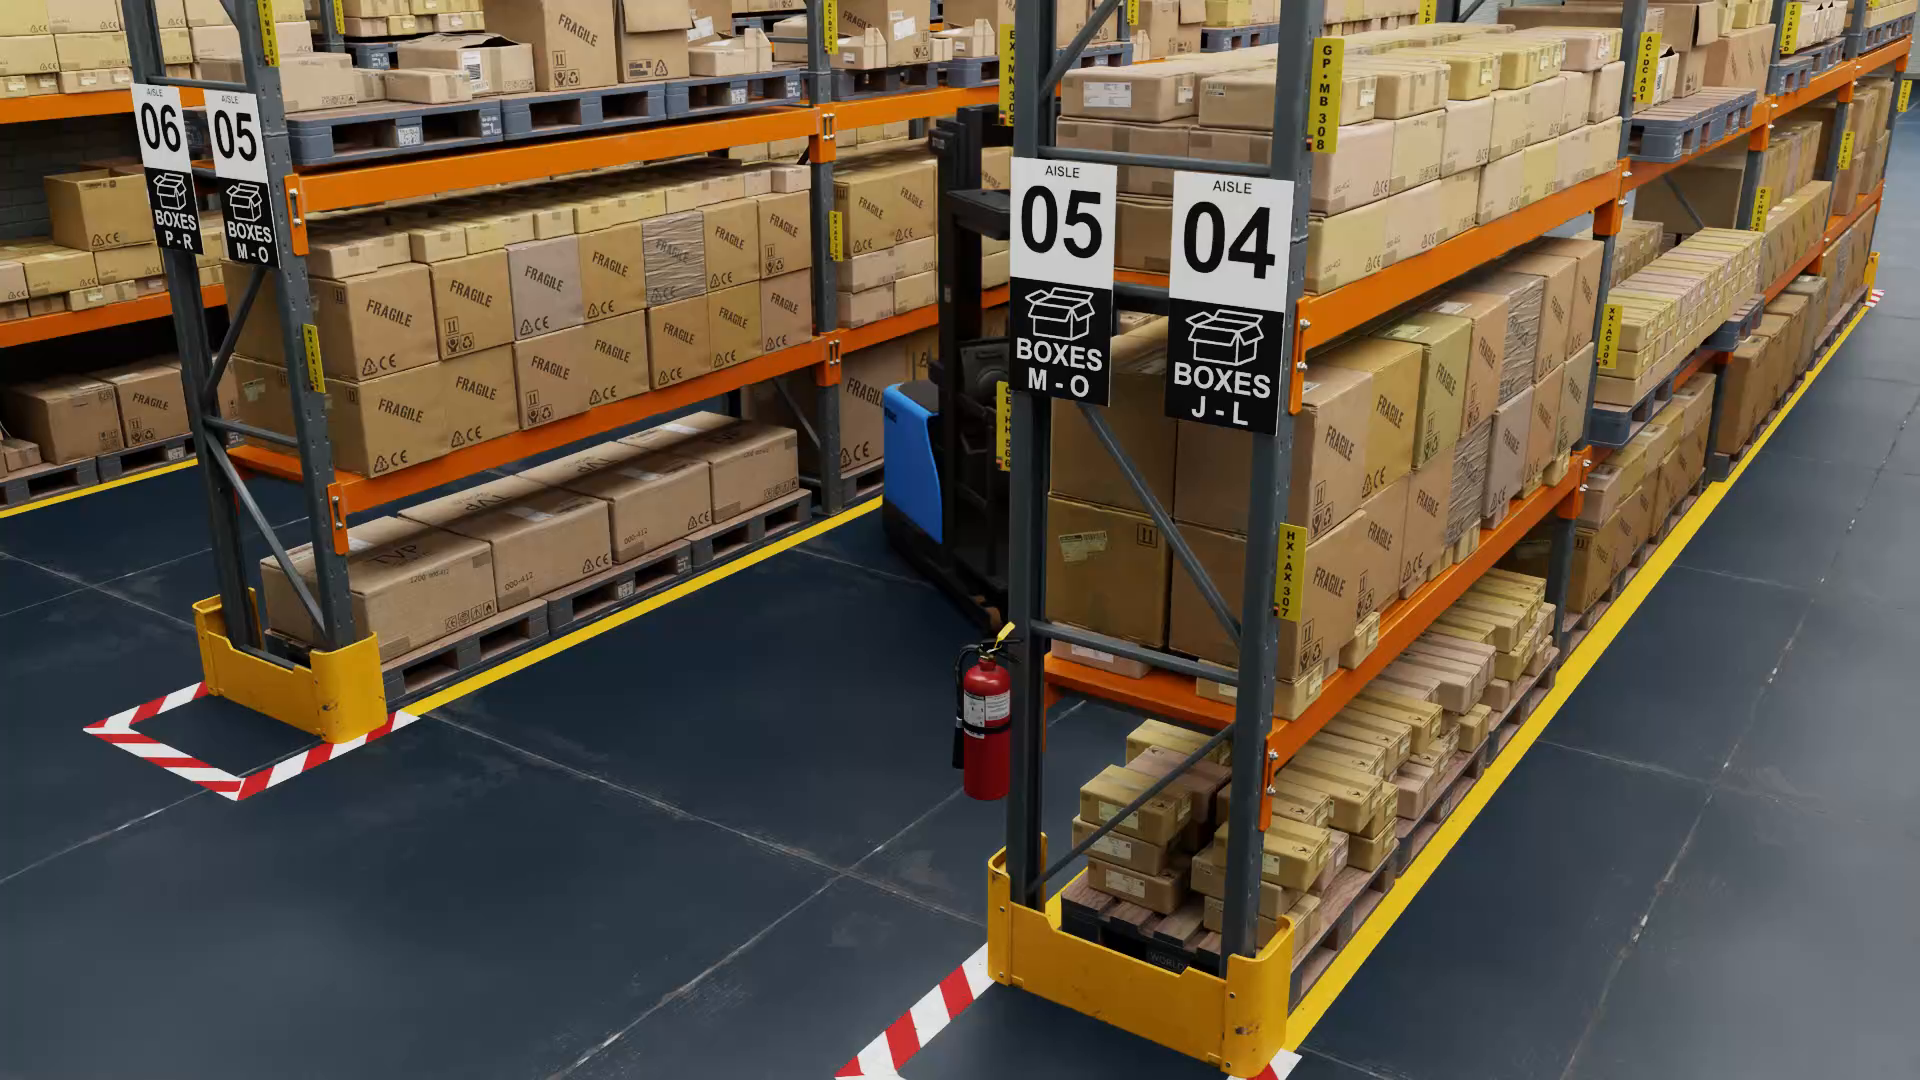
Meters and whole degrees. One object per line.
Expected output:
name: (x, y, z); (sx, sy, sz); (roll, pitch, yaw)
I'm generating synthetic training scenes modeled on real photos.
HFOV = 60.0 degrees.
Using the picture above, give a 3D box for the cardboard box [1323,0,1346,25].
cardboard box: (3.690, -5.522, 17.332); (0.500, 0.250, 0.500); (13, 24, 31)

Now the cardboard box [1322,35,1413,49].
cardboard box: (1.727, -2.095, 7.202); (0.380, 0.149, 0.250); (15, 25, 34)

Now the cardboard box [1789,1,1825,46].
cardboard box: (6.277, -3.953, 12.685); (0.500, 0.311, 0.500); (13, 24, 31)

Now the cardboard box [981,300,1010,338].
cardboard box: (0.005, -1.588, 13.693); (0.875, 0.875, 0.875); (14, 24, 32)

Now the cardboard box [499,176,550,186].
cardboard box: (-4.199, -3.357, 15.268); (0.700, 0.500, 0.500); (13, 24, 32)

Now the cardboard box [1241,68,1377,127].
cardboard box: (1.149, -1.469, 5.511); (0.380, 0.149, 0.250); (14, 25, 34)

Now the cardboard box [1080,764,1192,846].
cardboard box: (0.709, 1.066, 6.705); (0.380, 0.149, 0.250); (14, 24, 32)

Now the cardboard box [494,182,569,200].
cardboard box: (-2.545, -2.024, 9.893); (0.380, 0.149, 0.250); (13, 24, 32)

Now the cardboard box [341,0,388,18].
cardboard box: (-4.858, -4.317, 13.472); (0.380, 0.149, 0.250); (14, 25, 33)

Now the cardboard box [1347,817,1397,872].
cardboard box: (1.628, 1.243, 7.084); (0.380, 0.149, 0.250); (14, 24, 32)

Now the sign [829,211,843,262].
sign: (-0.822, -2.013, 11.021); (0.100, 0.325, 0.005); (13, 24, 32)

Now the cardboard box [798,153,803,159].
cardboard box: (-1.825, -4.242, 18.626); (0.500, 0.250, 0.500); (14, 25, 34)

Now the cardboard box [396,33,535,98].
cardboard box: (-2.647, -2.558, 8.913); (0.500, 0.311, 0.500); (14, 24, 33)

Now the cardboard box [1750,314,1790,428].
cardboard box: (6.023, -1.439, 13.470); (1.050, 0.750, 0.750); (14, 24, 33)

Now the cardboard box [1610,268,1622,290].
cardboard box: (4.100, -1.709, 10.889); (0.380, 0.149, 0.250); (13, 24, 32)

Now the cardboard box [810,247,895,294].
cardboard box: (-0.801, -1.913, 11.608); (0.500, 0.250, 0.500); (12, 24, 30)

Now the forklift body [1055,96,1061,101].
forklift body: (1.800, -4.789, 21.113); (2.313, 2.155, 1.214); (13, 24, 32)

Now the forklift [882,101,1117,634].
forklift: (0.528, -0.987, 9.709); (1.130, 2.935, 3.031); (-9, 22, -22)

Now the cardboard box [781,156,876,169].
cardboard box: (-0.953, -2.520, 12.169); (0.500, 0.500, 0.500); (14, 24, 33)

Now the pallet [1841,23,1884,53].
pallet: (7.835, -4.634, 15.274); (1.003, 0.211, 1.213); (13, 24, 32)

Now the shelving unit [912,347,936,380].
shelving unit: (-0.170, -0.708, 11.450); (0.258, 1.200, 0.189); (13, 24, 31)

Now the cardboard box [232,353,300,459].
cardboard box: (-3.478, -0.767, 8.870); (0.500, 0.500, 0.500); (13, 24, 32)

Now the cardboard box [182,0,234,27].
cardboard box: (-5.751, -4.016, 12.541); (0.500, 0.250, 0.500); (13, 24, 31)

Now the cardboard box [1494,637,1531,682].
cardboard box: (2.677, 0.572, 8.469); (0.380, 0.149, 0.250); (12, 24, 30)

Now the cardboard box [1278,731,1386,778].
cardboard box: (1.570, 0.946, 7.029); (0.380, 0.149, 0.250); (12, 23, 29)

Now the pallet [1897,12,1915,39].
pallet: (9.207, -5.334, 17.167); (1.003, 0.211, 1.213); (13, 24, 32)

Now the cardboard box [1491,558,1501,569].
cardboard box: (3.077, -0.027, 10.012); (0.500, 0.500, 0.500); (13, 24, 31)

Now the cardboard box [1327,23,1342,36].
cardboard box: (3.789, -5.367, 17.489); (0.380, 0.149, 0.250); (13, 24, 32)

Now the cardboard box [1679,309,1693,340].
cardboard box: (4.055, -1.284, 9.742); (0.380, 0.149, 0.250); (14, 25, 34)

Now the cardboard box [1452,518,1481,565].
cardboard box: (2.083, -0.033, 7.393); (0.380, 0.149, 0.250); (14, 24, 33)

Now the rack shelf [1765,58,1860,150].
rack shelf: (6.242, -3.532, 13.203); (1.077, 0.370, 4.000); (13, 24, 32)

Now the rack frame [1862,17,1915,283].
rack frame: (9.615, -4.184, 18.253); (1.000, 3.000, 0.127); (13, 24, 32)

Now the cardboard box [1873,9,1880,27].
cardboard box: (7.996, -4.682, 14.888); (0.380, 0.149, 0.250); (13, 24, 32)

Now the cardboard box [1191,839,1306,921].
cardboard box: (1.128, 1.307, 6.483); (0.380, 0.149, 0.250); (14, 25, 34)

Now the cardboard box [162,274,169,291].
cardboard box: (-6.141, -2.027, 12.782); (0.380, 0.149, 0.250); (14, 24, 33)

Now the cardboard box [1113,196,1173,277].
cardboard box: (0.658, -1.112, 5.840); (0.500, 0.250, 0.500); (13, 24, 31)

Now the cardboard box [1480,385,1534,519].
cardboard box: (2.257, -0.442, 7.564); (0.500, 0.500, 0.500); (13, 24, 32)

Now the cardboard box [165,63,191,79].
cardboard box: (-5.961, -3.487, 12.407); (0.380, 0.149, 0.250); (14, 25, 34)

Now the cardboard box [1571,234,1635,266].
cardboard box: (4.258, -1.929, 11.056); (0.380, 0.149, 0.250); (12, 24, 30)

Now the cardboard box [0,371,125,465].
cardboard box: (-6.702, -0.916, 12.415); (0.700, 0.500, 0.500); (14, 25, 34)

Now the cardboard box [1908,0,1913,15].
cardboard box: (9.422, -5.410, 16.855); (0.380, 0.149, 0.250); (14, 24, 33)

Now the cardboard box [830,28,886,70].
cardboard box: (-0.711, -3.293, 11.110); (0.396, 0.266, 0.258); (13, 24, 31)

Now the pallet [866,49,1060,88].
pallet: (0.023, -3.627, 12.695); (1.003, 0.211, 1.213); (15, 25, 34)

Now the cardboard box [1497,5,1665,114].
cardboard box: (3.173, -2.479, 8.570); (0.700, 0.500, 0.500); (13, 24, 32)

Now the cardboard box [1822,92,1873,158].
cardboard box: (8.233, -4.021, 16.039); (0.875, 0.550, 0.550); (13, 24, 32)

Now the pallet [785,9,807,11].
pallet: (-1.377, -6.001, 19.117); (0.805, 0.209, 1.217); (12, 24, 30)

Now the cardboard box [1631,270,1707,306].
cardboard box: (4.197, -1.494, 9.879); (0.380, 0.149, 0.250); (14, 25, 34)

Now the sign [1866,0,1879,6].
sign: (7.821, -4.730, 14.207); (0.100, 0.325, 0.005); (13, 24, 32)

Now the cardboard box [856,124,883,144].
cardboard box: (-1.239, -4.764, 19.316); (0.500, 0.250, 0.500); (13, 24, 30)

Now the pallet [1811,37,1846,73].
pallet: (6.892, -4.081, 13.926); (0.805, 0.209, 1.217); (12, 24, 30)

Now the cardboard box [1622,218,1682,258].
cardboard box: (5.149, -2.117, 12.521); (0.500, 0.500, 0.500); (13, 24, 32)

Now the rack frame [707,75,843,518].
rack frame: (-1.281, -1.677, 11.476); (1.000, 3.000, 0.127); (13, 24, 32)

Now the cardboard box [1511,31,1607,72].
cardboard box: (2.677, -2.200, 7.485); (0.380, 0.149, 0.250); (13, 24, 32)

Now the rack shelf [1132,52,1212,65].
rack shelf: (2.091, -4.468, 15.735); (1.077, 0.370, 4.000); (13, 24, 32)

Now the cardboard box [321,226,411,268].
cardboard box: (-3.013, -1.487, 8.440); (0.380, 0.149, 0.250); (14, 24, 33)

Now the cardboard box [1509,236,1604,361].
cardboard box: (2.829, -1.209, 8.195); (0.500, 0.500, 0.500); (12, 24, 30)

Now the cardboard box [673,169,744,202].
cardboard box: (-1.578, -2.223, 10.431); (0.380, 0.149, 0.250); (13, 24, 32)

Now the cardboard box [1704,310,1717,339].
cardboard box: (4.495, -1.370, 10.401); (0.380, 0.149, 0.250); (14, 25, 33)
